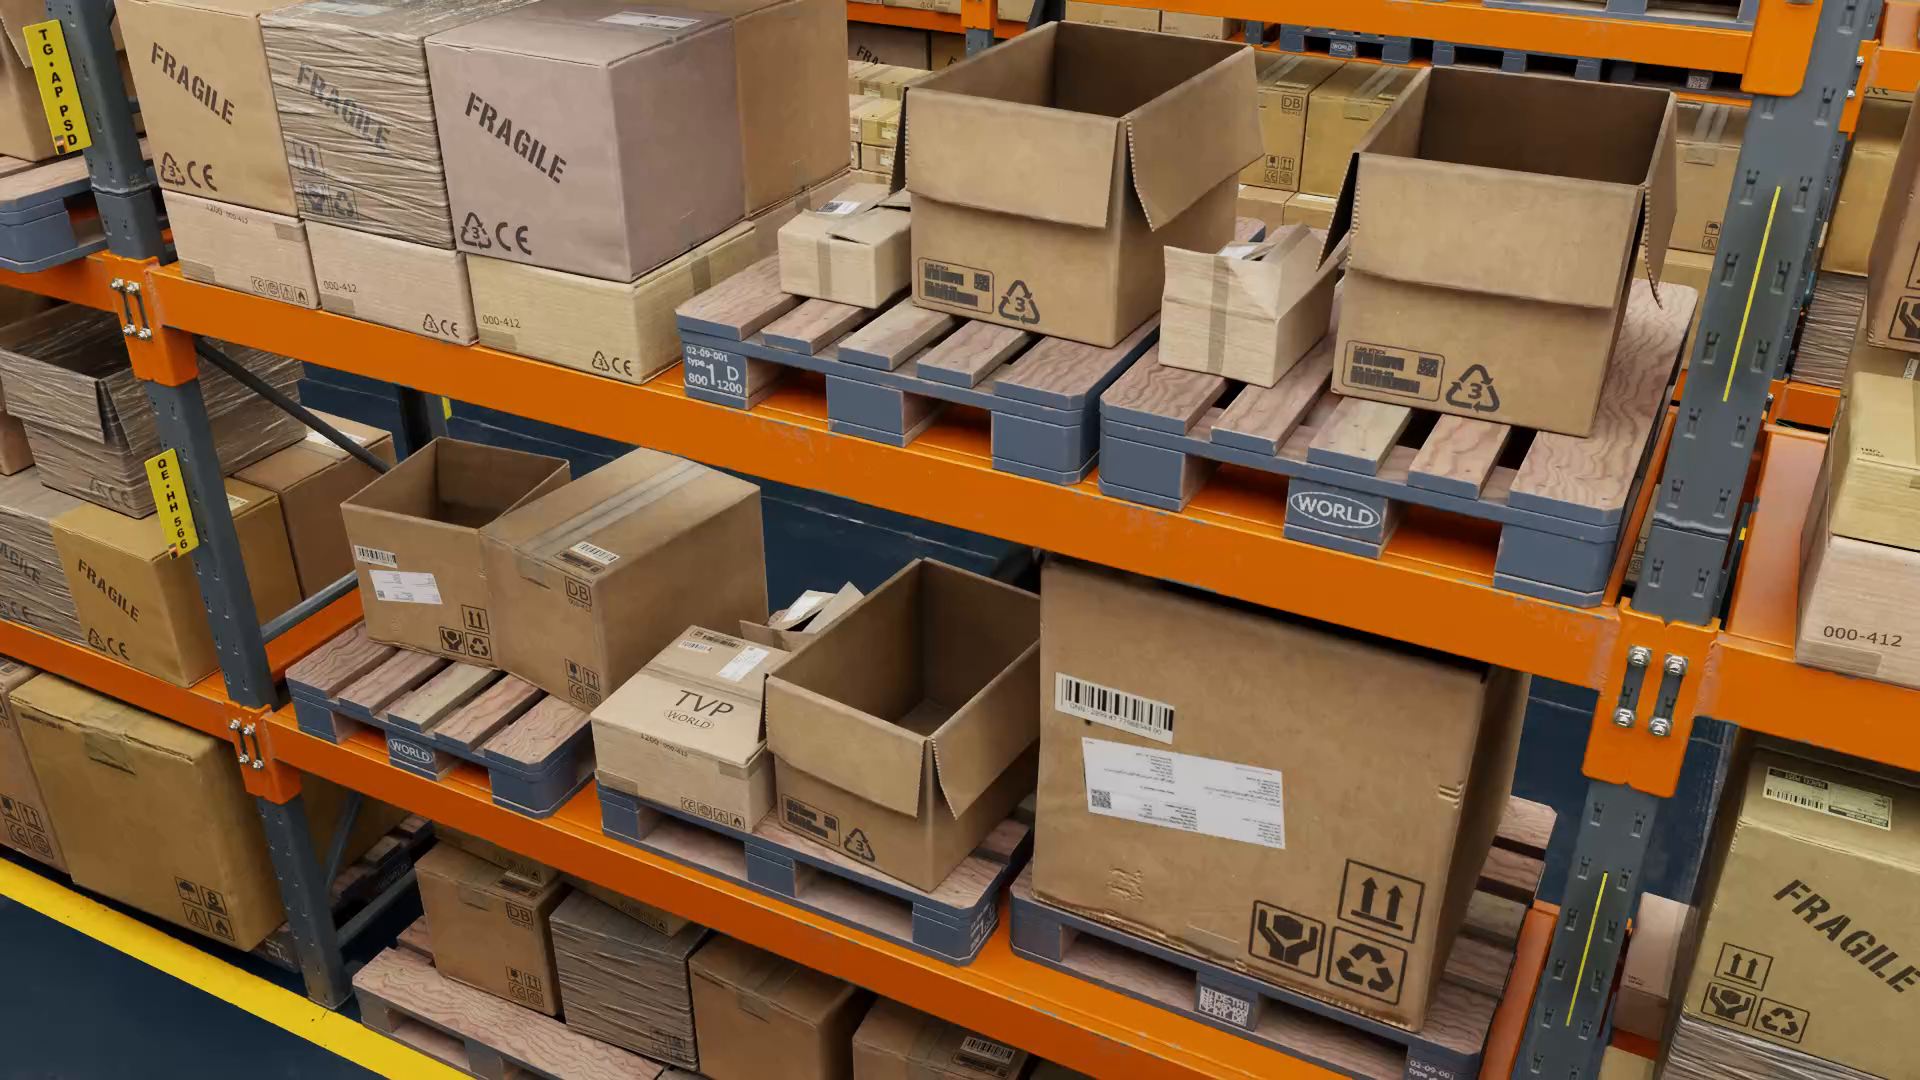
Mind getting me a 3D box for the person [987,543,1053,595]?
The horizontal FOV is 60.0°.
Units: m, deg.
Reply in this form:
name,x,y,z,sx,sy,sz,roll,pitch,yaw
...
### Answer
name,x,y,z,sx,sy,sz,roll,pitch,yaw
person,0.408,0.393,6.599,0.677,1.598,0.470,14,33,22
